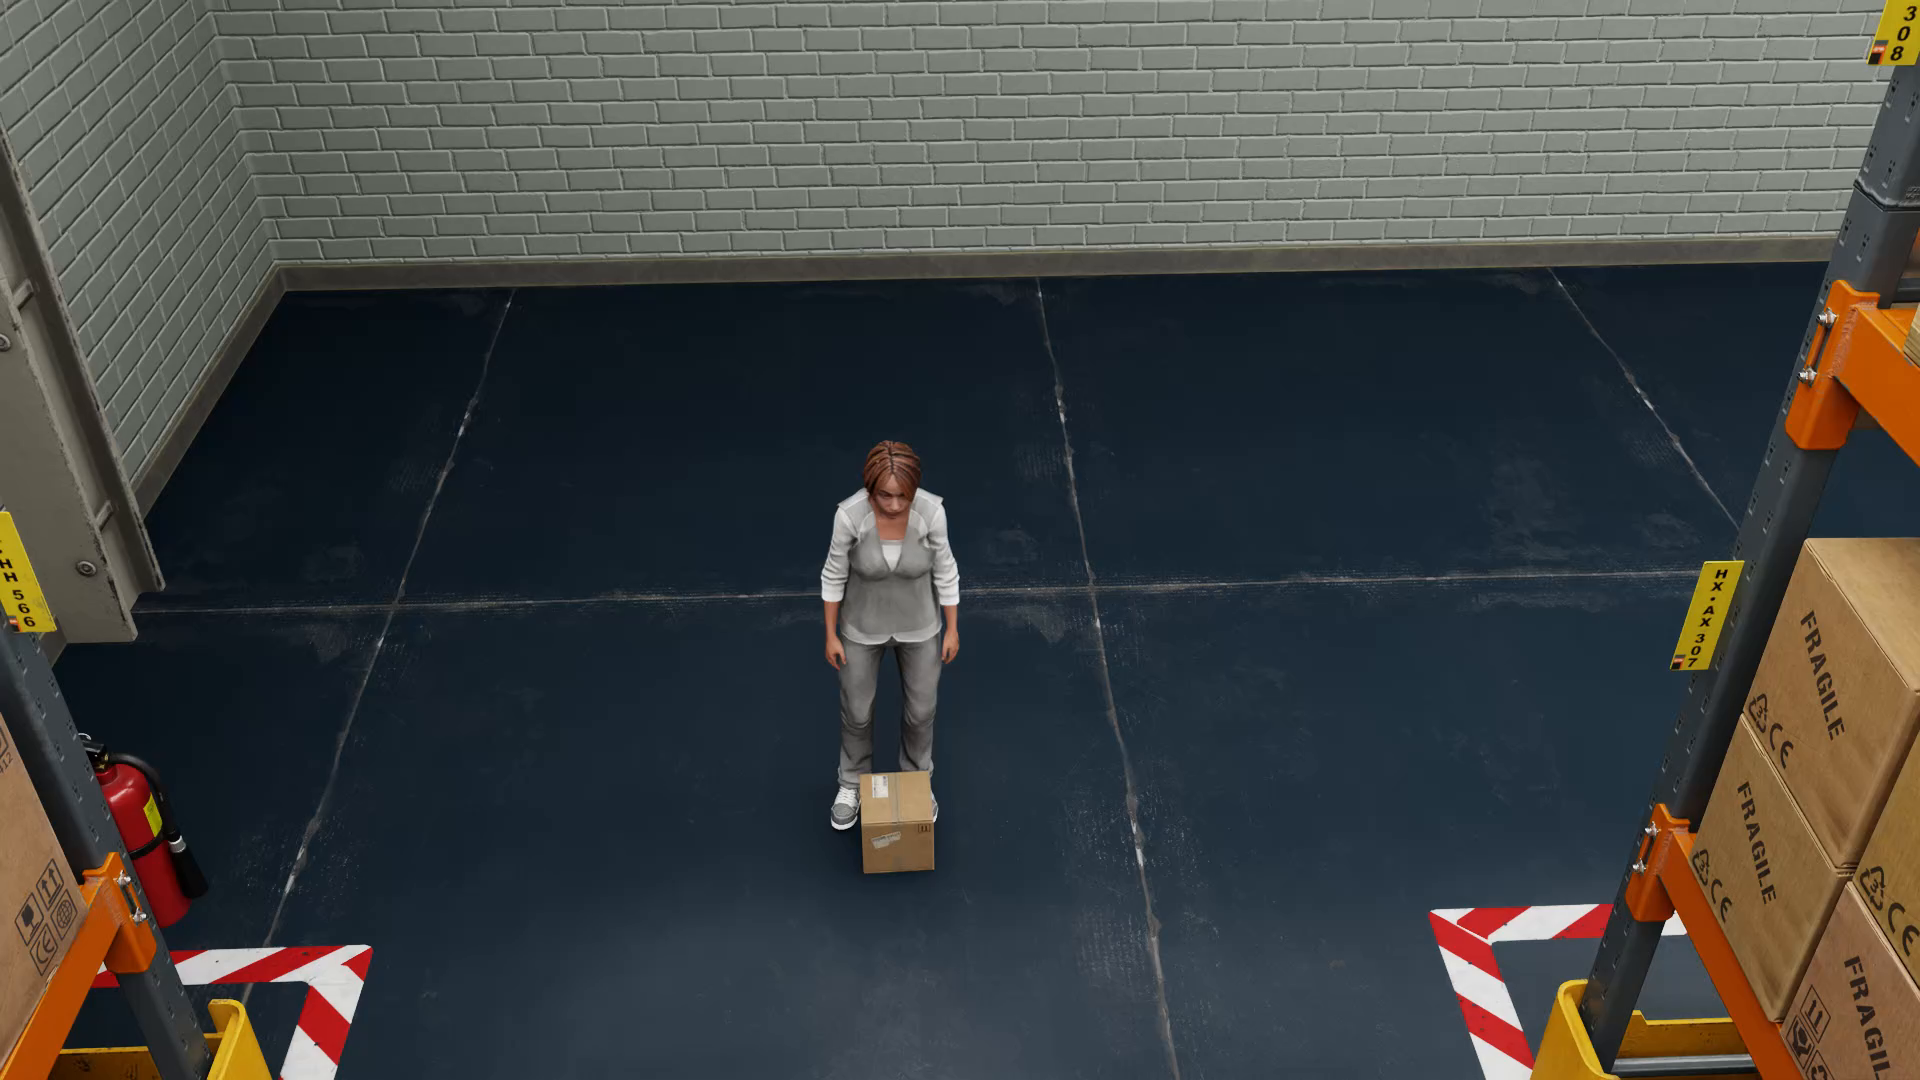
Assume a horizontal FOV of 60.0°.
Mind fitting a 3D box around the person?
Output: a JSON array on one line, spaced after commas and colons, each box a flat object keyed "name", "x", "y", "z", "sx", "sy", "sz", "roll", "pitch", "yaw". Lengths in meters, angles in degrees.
[{"name": "person", "x": -0.240, "y": 0.320, "z": 5.710, "sx": 0.482, "sy": 1.594, "sz": 0.341, "roll": -3, "pitch": 36, "yaw": -4}]
